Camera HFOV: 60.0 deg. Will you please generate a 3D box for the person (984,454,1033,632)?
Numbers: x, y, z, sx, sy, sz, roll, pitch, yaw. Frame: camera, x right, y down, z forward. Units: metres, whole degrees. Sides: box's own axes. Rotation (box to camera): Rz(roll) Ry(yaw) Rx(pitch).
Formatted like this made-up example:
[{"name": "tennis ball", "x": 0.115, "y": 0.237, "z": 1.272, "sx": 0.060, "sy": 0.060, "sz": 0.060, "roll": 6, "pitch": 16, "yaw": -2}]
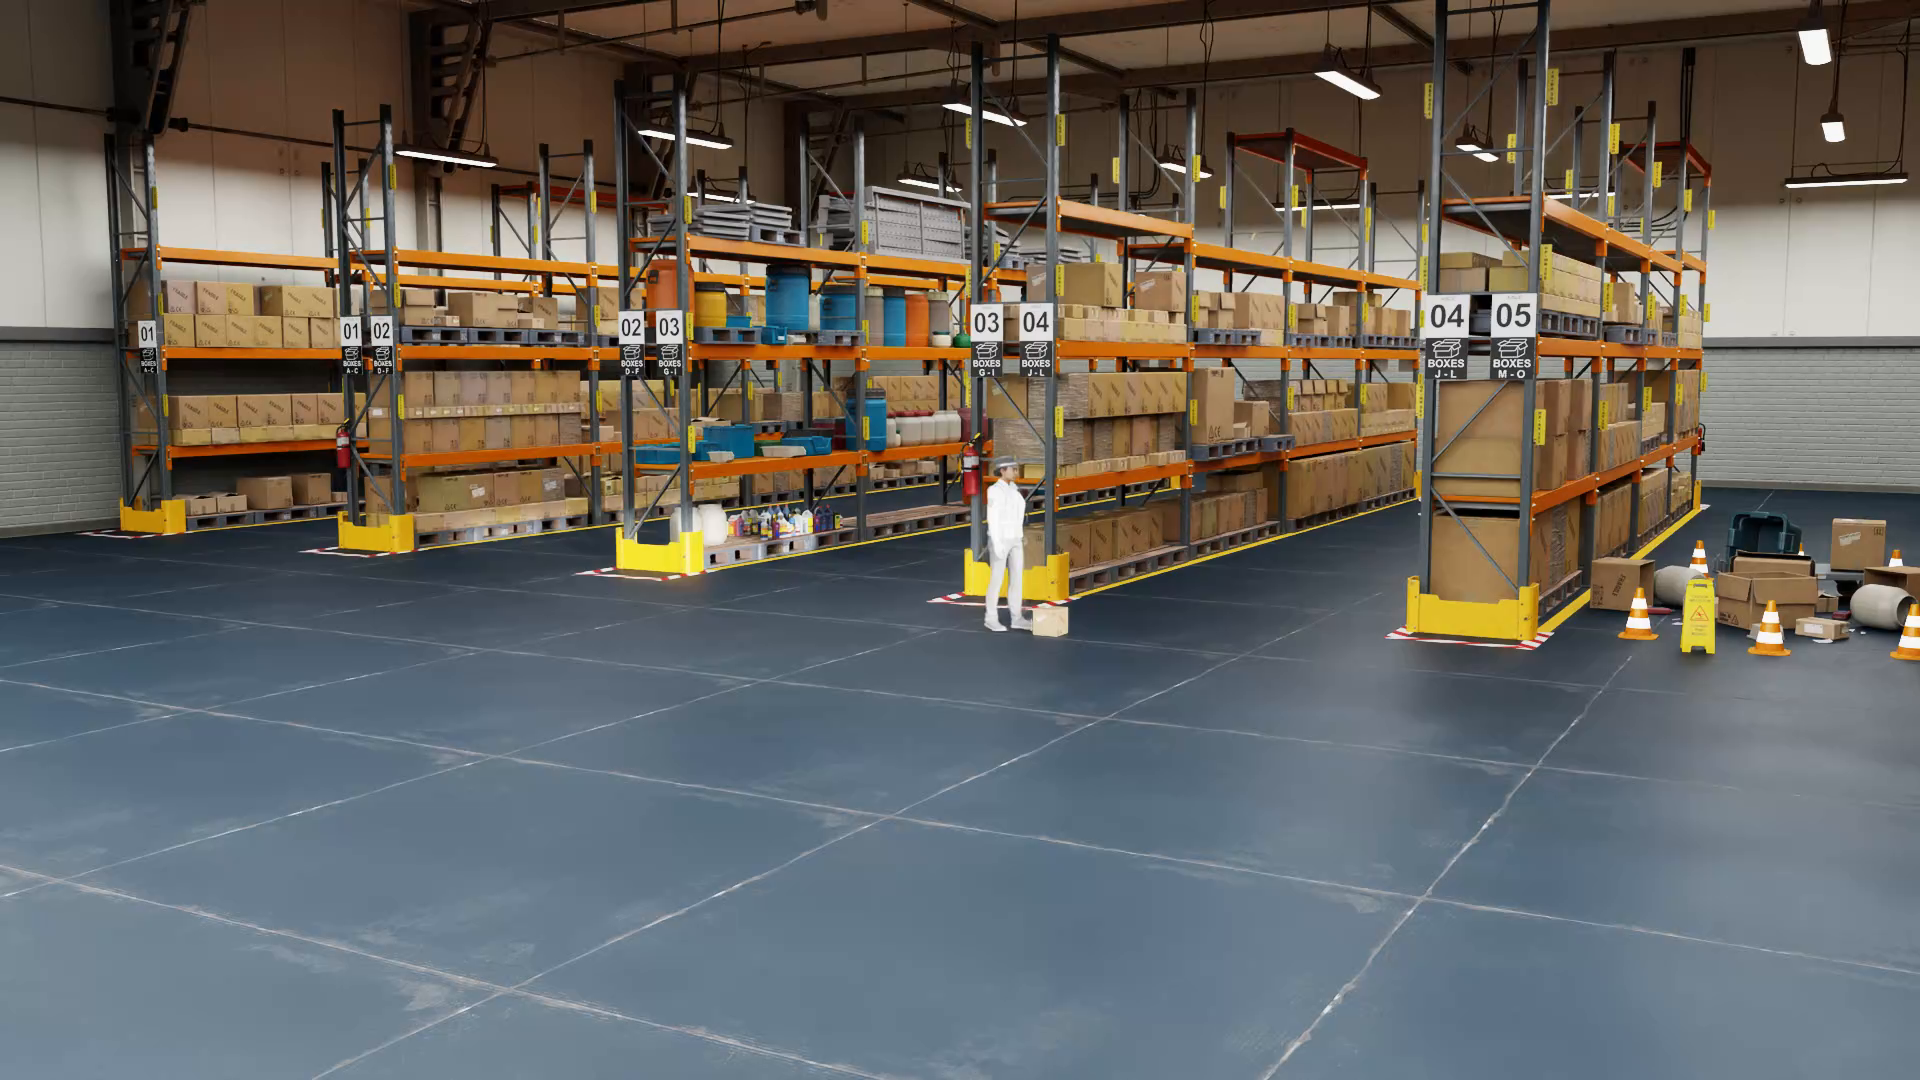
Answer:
[{"name": "person", "x": 0.479, "y": 0.028, "z": 15.892, "sx": 0.500, "sy": 1.692, "sz": 0.534, "roll": 5, "pitch": 8, "yaw": 37}]
